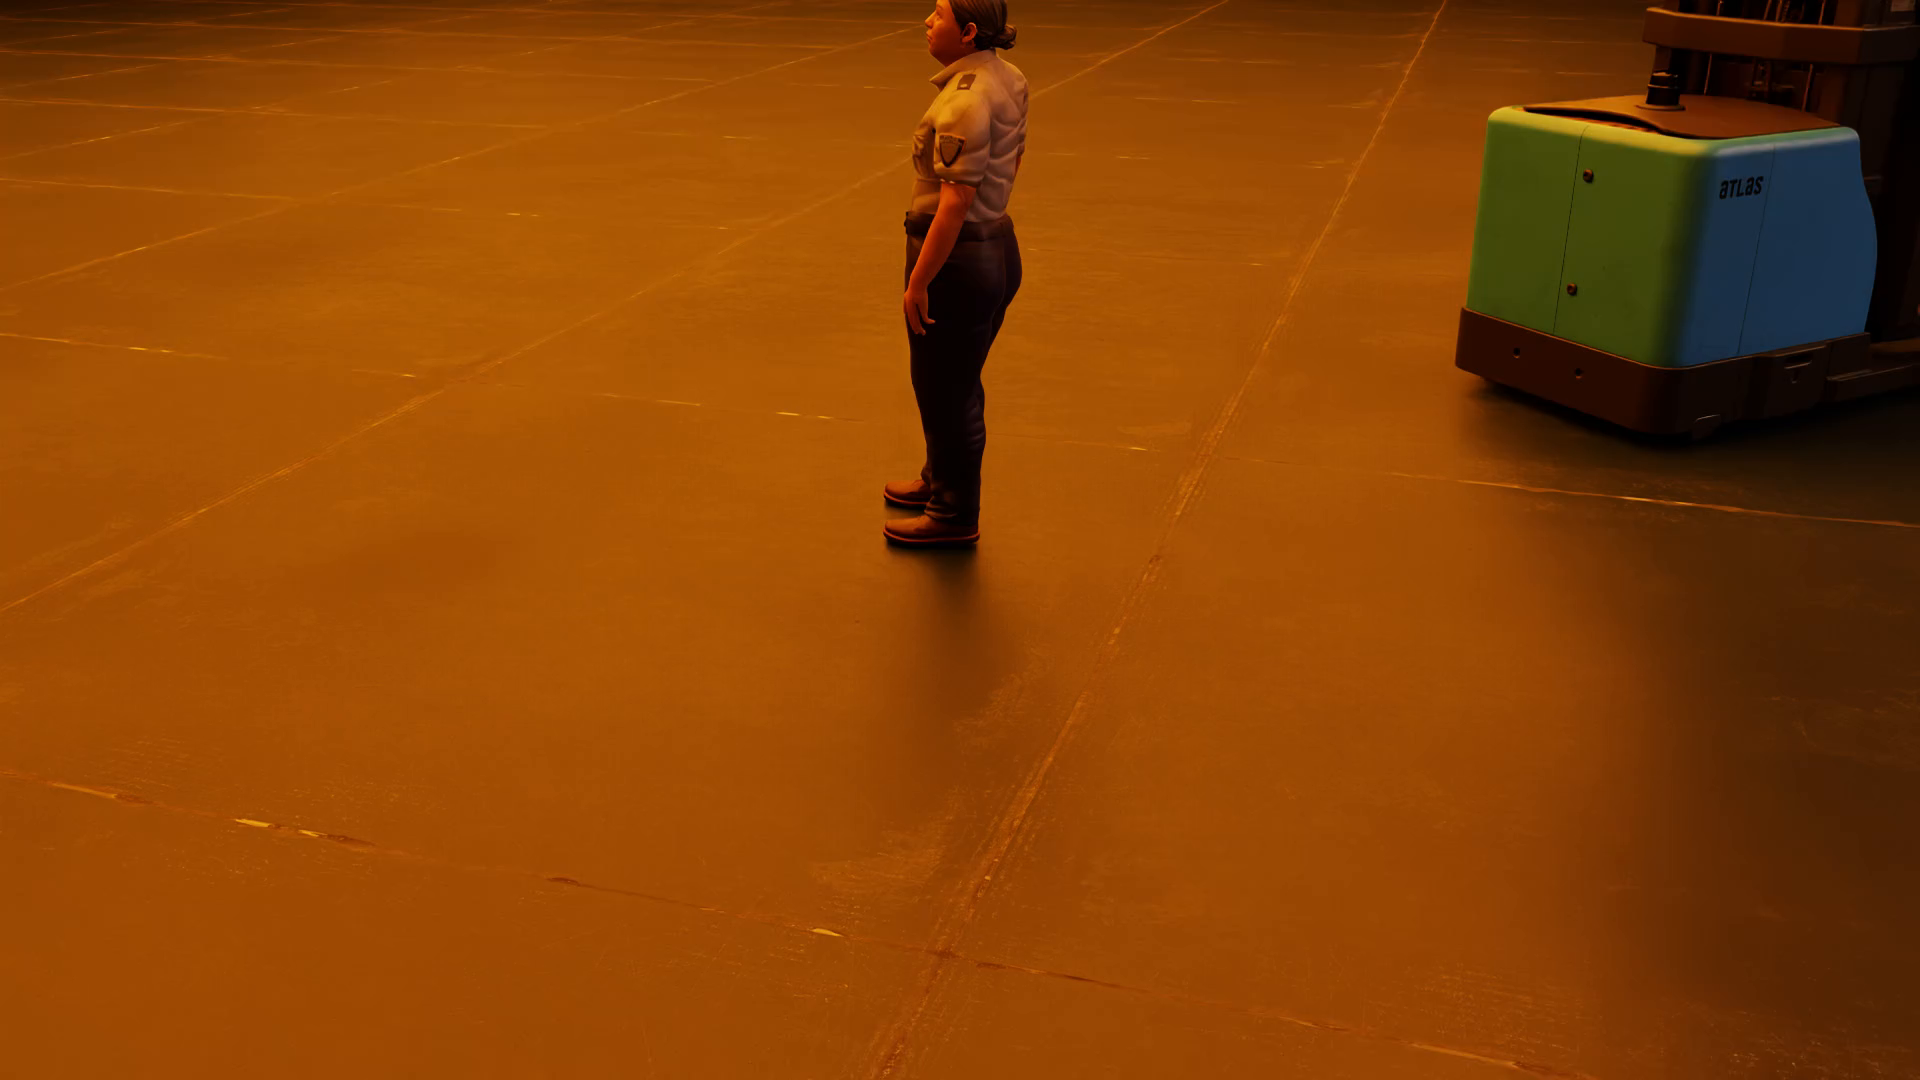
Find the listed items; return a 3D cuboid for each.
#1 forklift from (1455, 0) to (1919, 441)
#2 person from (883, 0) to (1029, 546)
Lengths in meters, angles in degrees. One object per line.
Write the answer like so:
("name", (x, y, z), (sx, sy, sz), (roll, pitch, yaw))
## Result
("forklift", (3.514, -2.090, 6.342), (3.031, 2.935, 1.130), (-11, 25, -26))
("person", (-0.078, -0.788, 4.848), (0.503, 1.651, 0.598), (7, 23, 16))
